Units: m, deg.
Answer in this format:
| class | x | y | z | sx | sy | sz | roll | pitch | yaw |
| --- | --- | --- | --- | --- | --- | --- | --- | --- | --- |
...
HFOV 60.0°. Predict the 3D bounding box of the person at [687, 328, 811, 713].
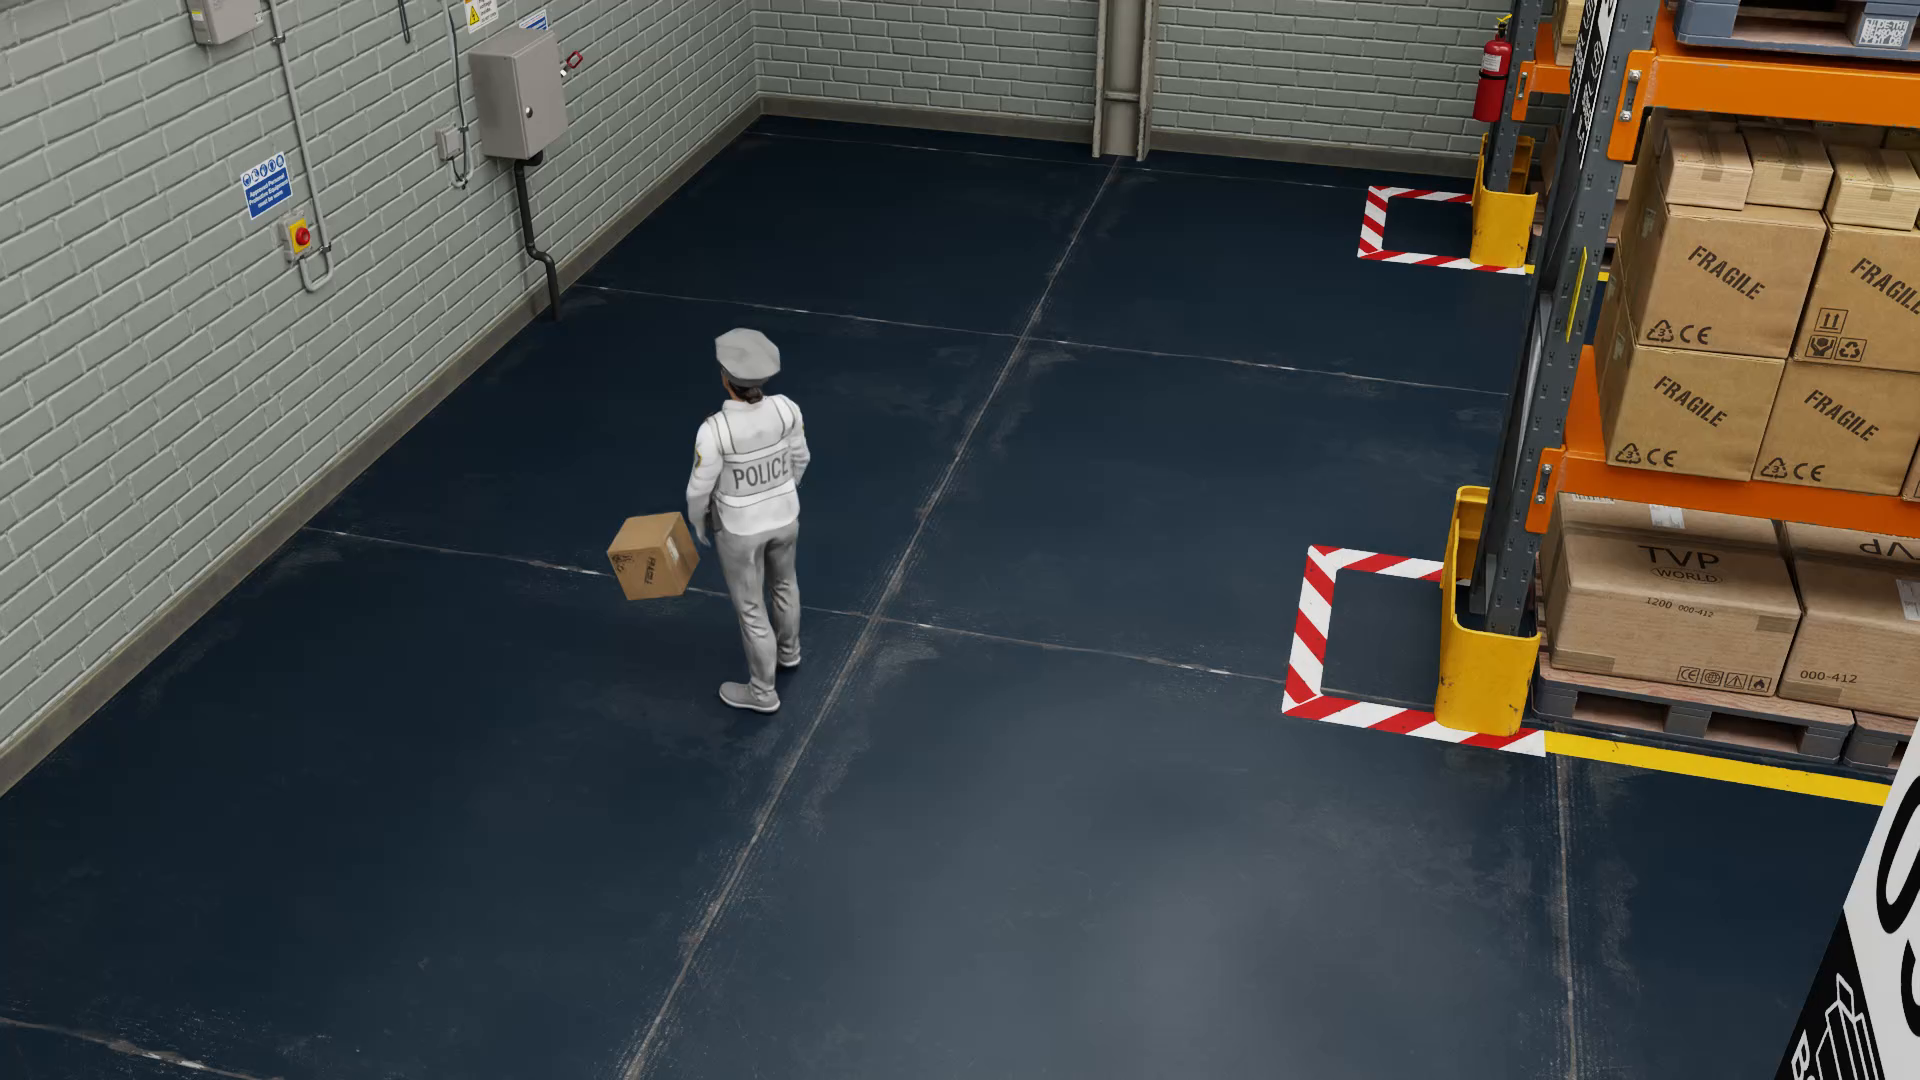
| class | x | y | z | sx | sy | sz | roll | pitch | yaw |
| --- | --- | --- | --- | --- | --- | --- | --- | --- | --- |
| person | -0.874 | -0.104 | 6.749 | 0.543 | 1.691 | 0.516 | -21 | 39 | -29 |
